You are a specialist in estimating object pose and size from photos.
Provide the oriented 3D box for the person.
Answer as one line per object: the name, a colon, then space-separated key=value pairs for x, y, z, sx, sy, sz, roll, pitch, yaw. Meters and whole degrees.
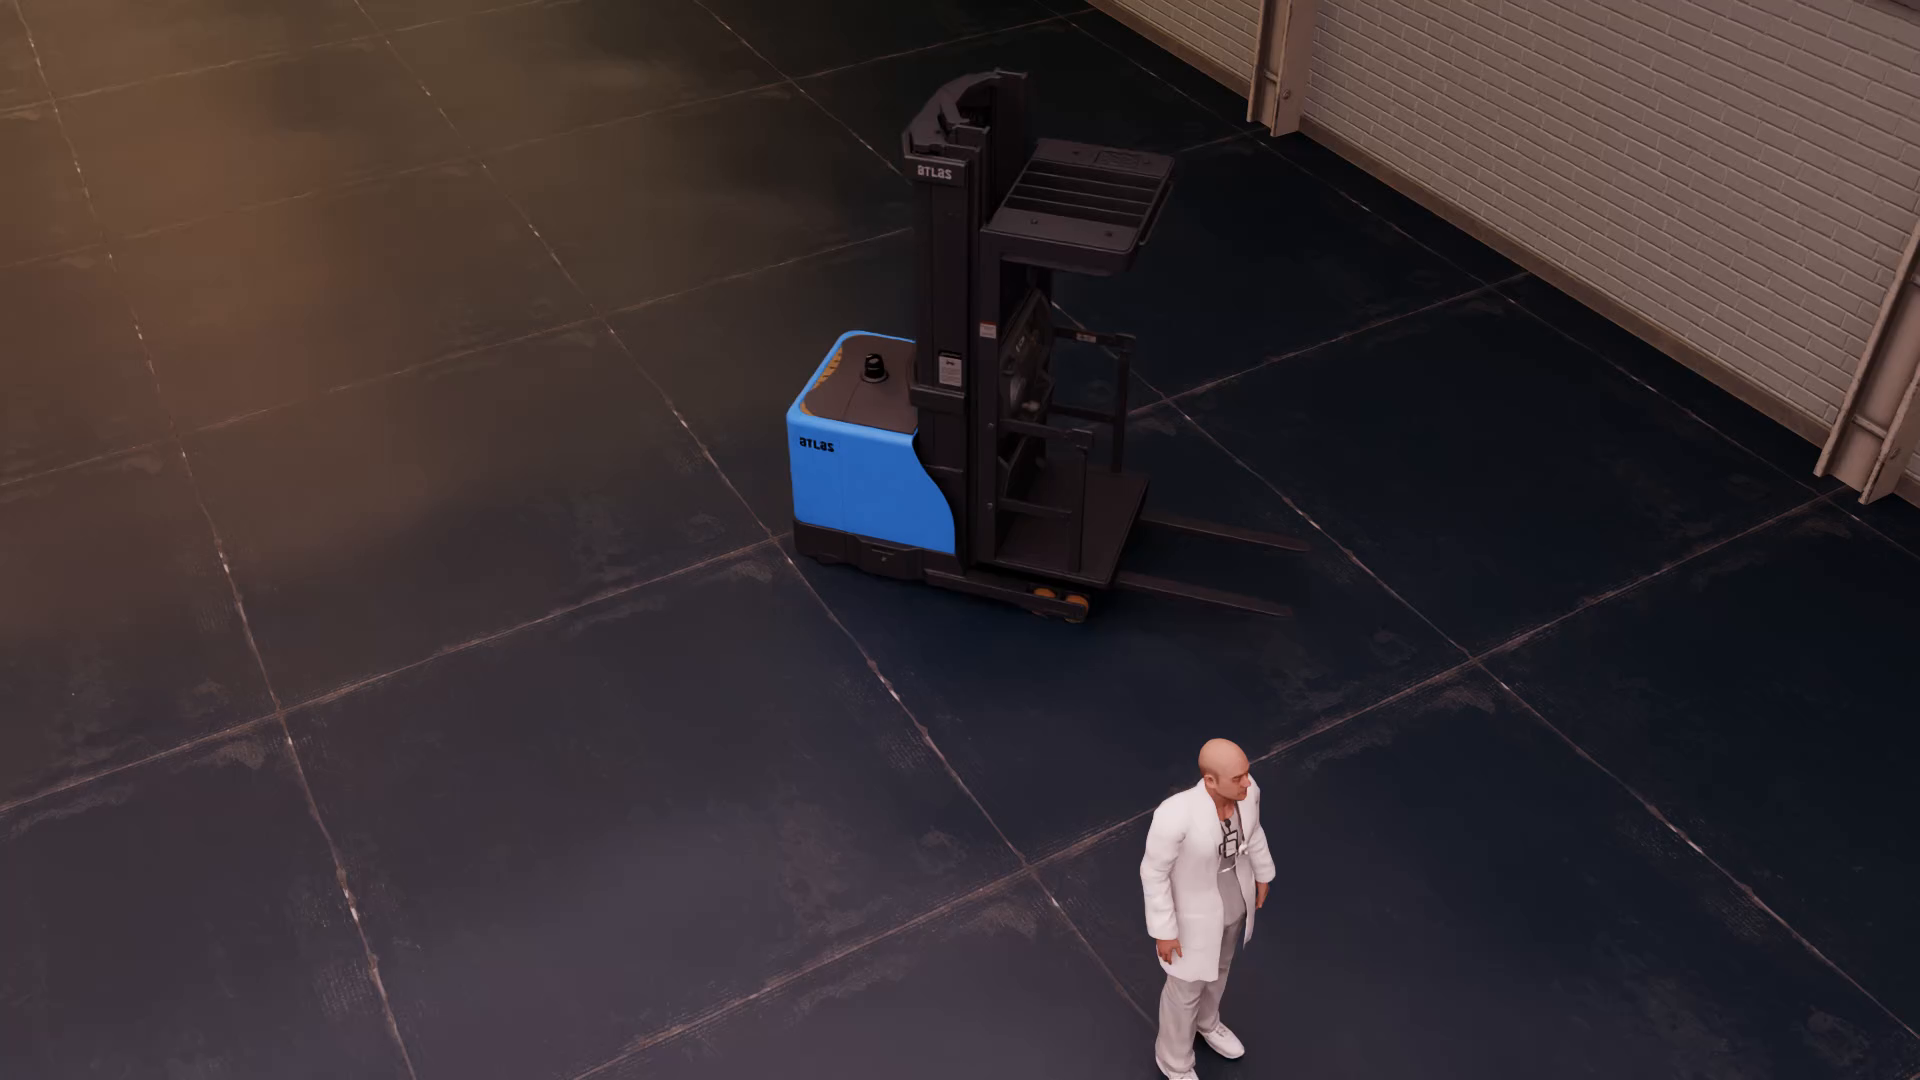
person: x=1.111 y=1.593 z=7.008 sx=0.694 sy=1.775 sz=0.581 roll=-26 pitch=46 yaw=-28

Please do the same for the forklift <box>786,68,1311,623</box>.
forklift: x=0.558 y=-1.024 z=9.271 sx=3.031 sy=2.935 sz=1.130 roll=12 pitch=41 yaw=14
